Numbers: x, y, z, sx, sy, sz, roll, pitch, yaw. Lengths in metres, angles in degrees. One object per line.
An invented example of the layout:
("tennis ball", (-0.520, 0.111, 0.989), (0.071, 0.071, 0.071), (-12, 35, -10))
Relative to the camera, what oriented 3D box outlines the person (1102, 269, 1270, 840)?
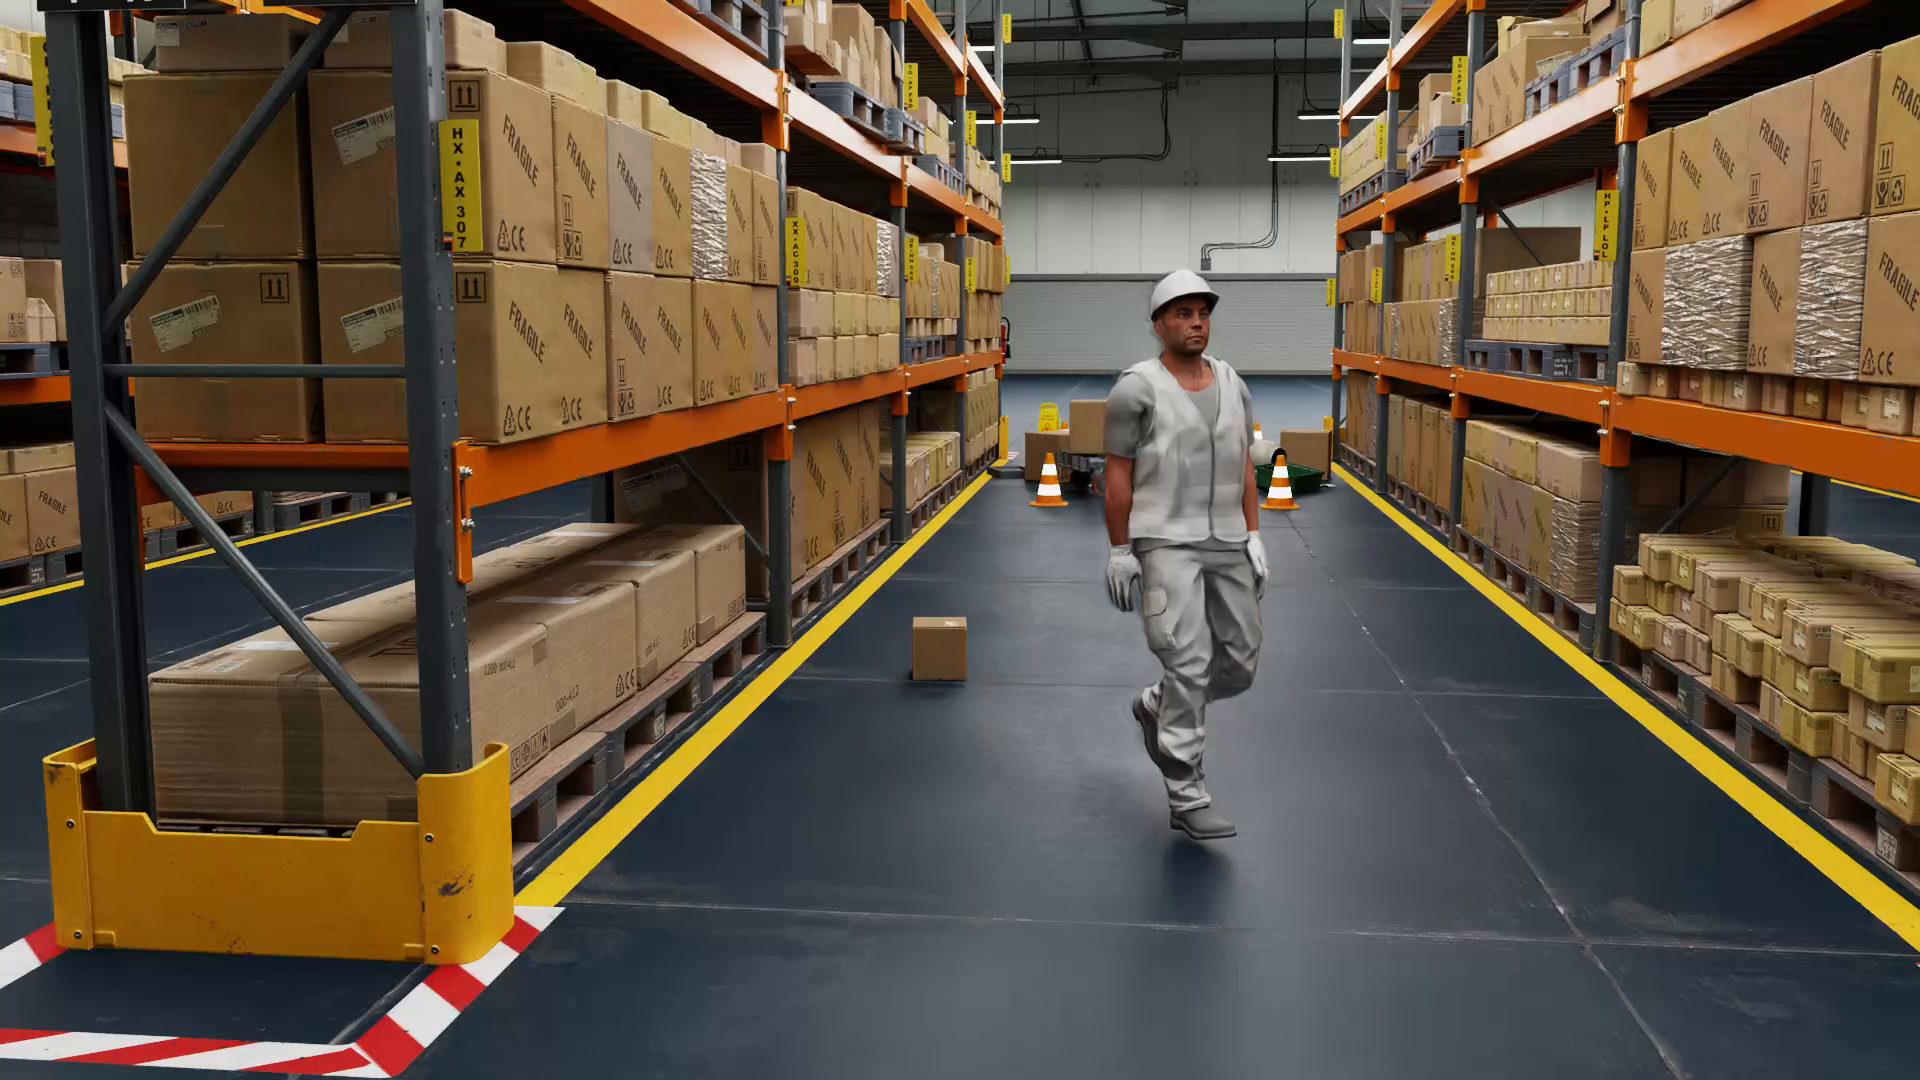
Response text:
("person", (0.718, 0.025, 5.356), (0.549, 1.770, 0.754), (-4, 8, -26))
